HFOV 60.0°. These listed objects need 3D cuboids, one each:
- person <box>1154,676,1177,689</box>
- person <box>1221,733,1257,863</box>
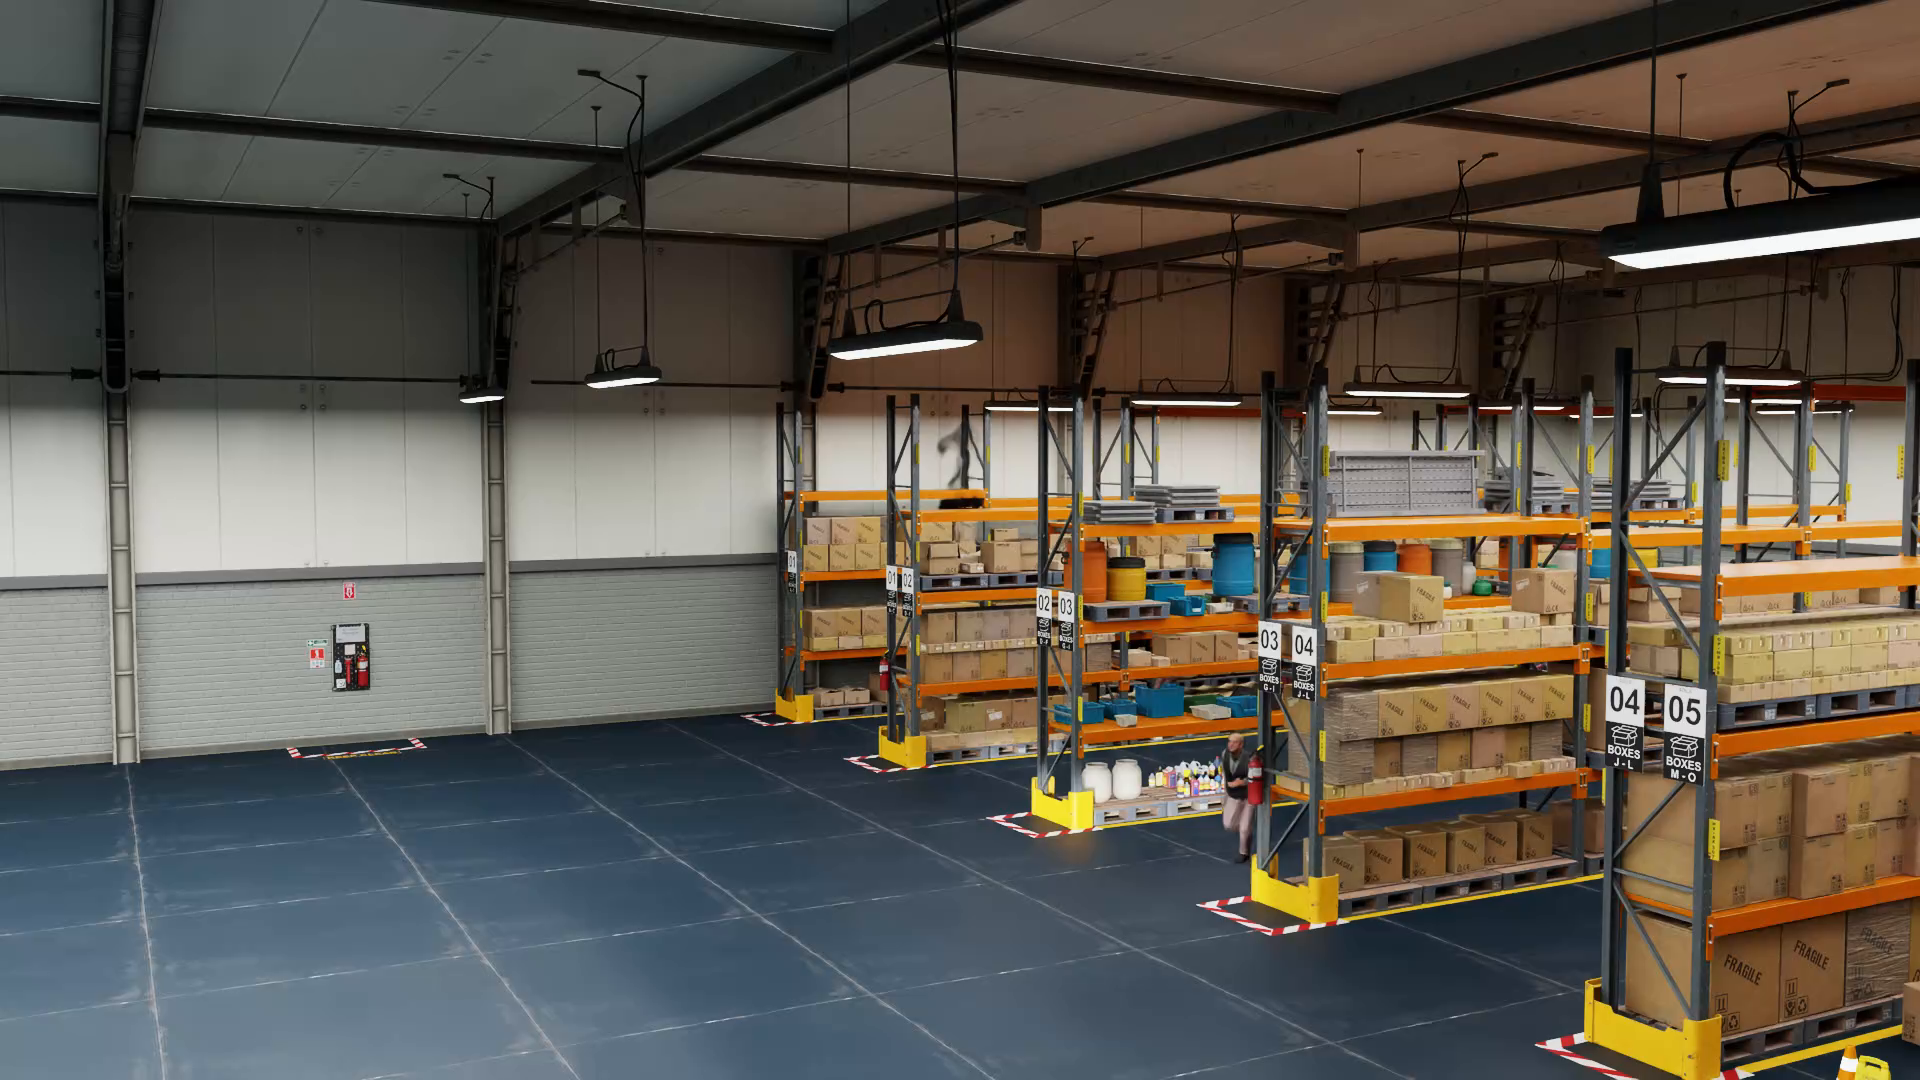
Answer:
[{"bbox_3d":[3.923,2.589,31.685,0.672,1.597,0.570,-2,4,-36],"label":"person"},{"bbox_3d":[3.447,3.188,20.543,0.647,1.650,0.715,2,4,34],"label":"person"}]
